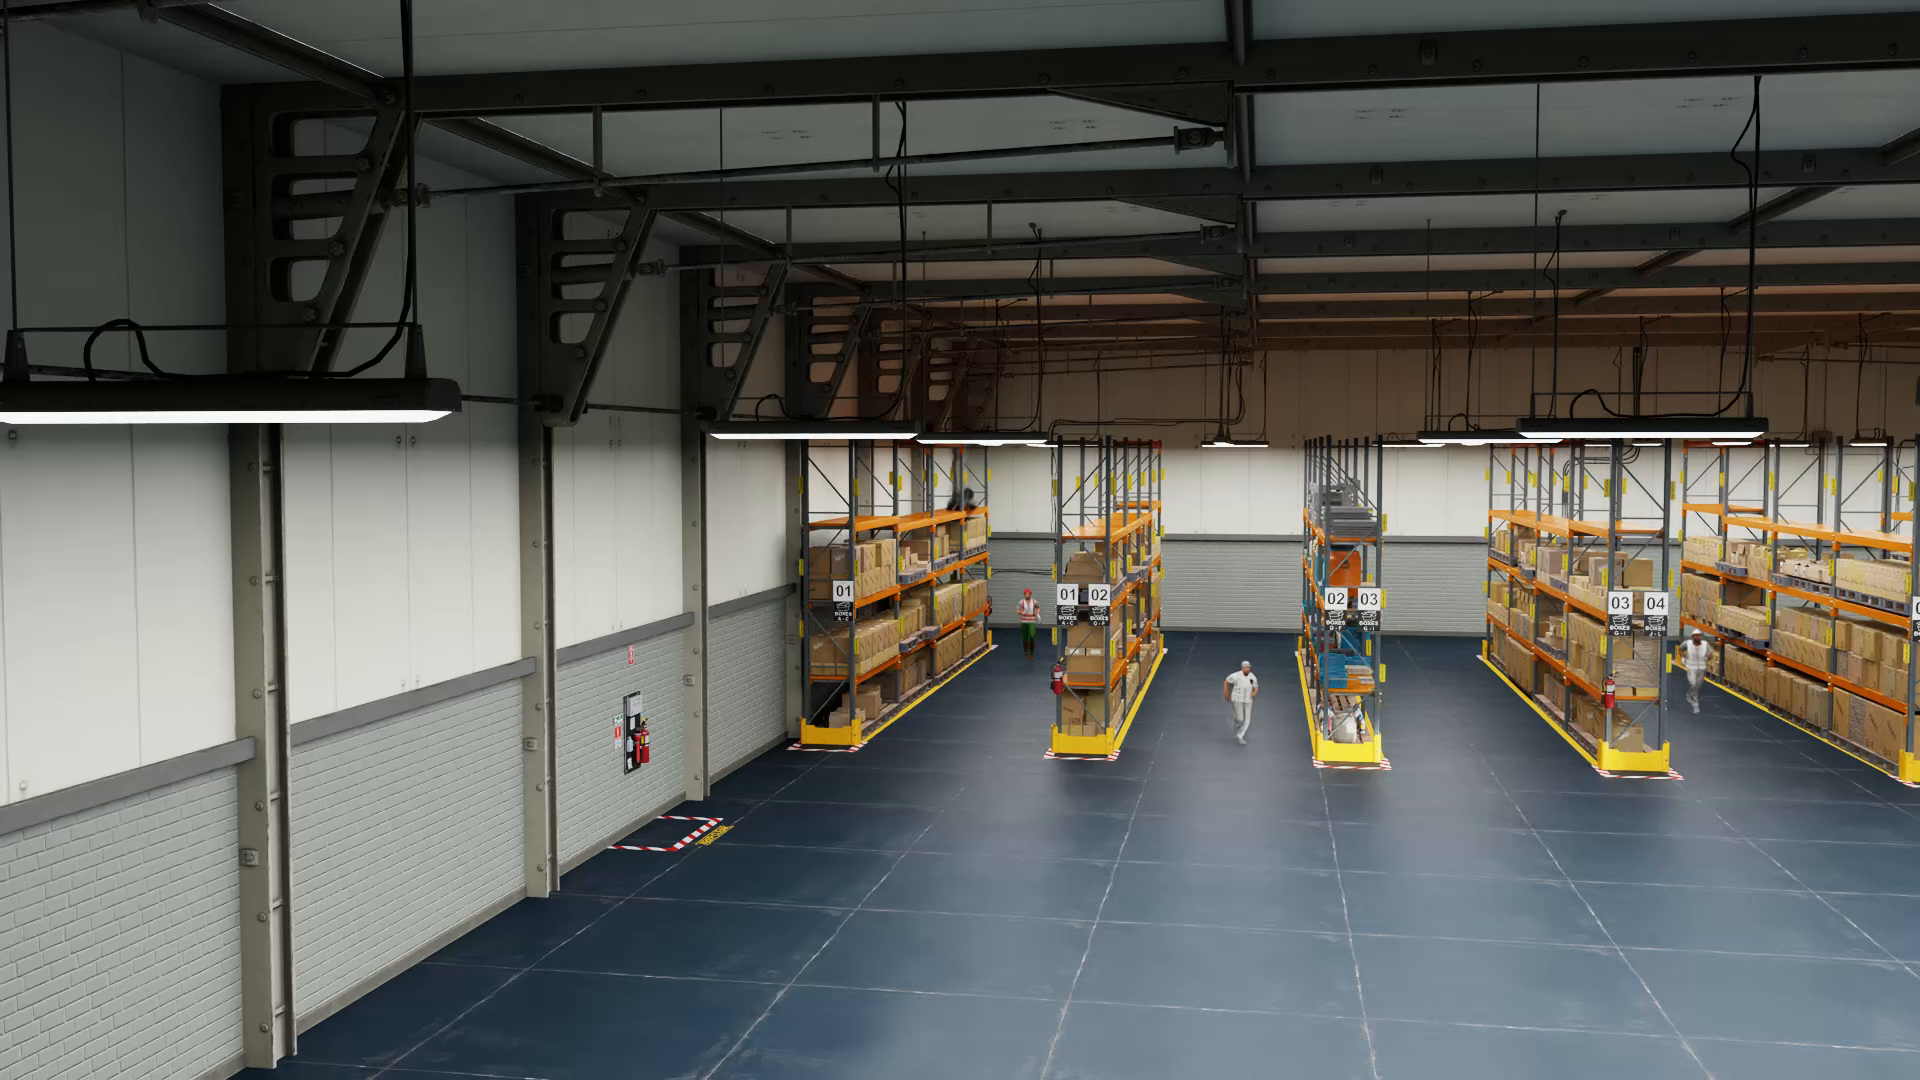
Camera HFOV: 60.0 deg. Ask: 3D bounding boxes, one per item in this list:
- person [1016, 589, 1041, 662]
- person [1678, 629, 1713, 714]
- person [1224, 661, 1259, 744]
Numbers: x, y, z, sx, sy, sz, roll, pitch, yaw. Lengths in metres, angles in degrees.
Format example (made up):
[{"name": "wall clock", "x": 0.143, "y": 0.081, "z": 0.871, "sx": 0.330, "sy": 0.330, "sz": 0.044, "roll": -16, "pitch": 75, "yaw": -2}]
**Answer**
[{"name": "person", "x": 1.796, "y": 2.224, "z": 43.620, "sx": 0.641, "sy": 1.892, "sz": 0.755, "roll": 0, "pitch": 3, "yaw": 3}, {"name": "person", "x": 16.215, "y": 2.861, "z": 36.608, "sx": 0.645, "sy": 1.819, "sz": 1.086, "roll": 0, "pitch": 3, "yaw": 4}, {"name": "person", "x": 5.519, "y": 3.173, "z": 32.489, "sx": 0.645, "sy": 1.619, "sz": 0.623, "roll": 0, "pitch": 3, "yaw": -7}]
